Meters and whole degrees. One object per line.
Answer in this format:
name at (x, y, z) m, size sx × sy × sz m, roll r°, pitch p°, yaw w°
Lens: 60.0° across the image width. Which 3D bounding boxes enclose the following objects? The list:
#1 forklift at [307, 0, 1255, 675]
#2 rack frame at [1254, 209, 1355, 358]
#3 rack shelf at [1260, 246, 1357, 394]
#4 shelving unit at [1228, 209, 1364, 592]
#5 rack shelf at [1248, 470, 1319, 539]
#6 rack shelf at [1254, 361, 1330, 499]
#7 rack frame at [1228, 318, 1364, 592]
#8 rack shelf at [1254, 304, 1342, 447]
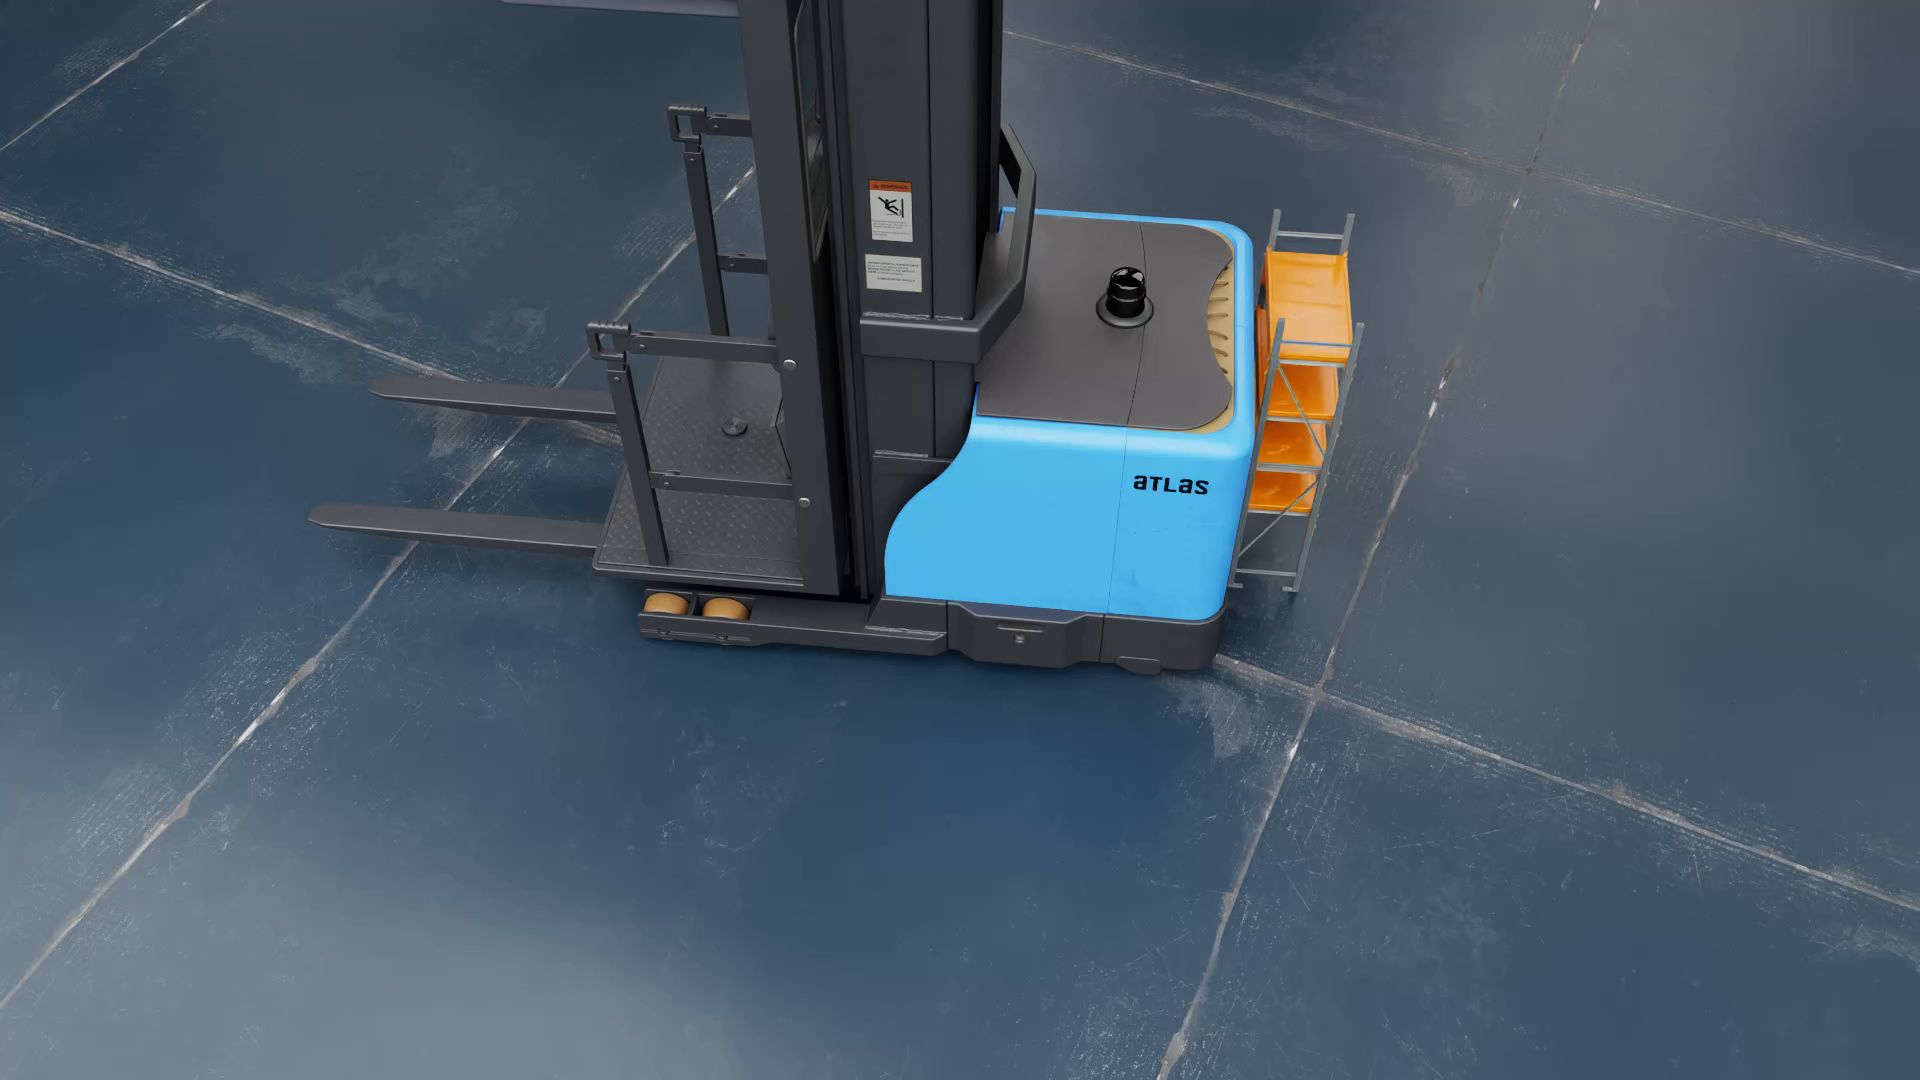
forklift at (-0.627, -1.002, 4.678) m, size 3.031 × 2.935 × 1.130 m, roll 5°, pitch 50°, yaw 4°
rack frame at (1.068, -0.597, 5.470) m, size 0.240 × 1.200 × 0.015 m, roll 4°, pitch 50°, yaw 4°
rack shelf at (1.044, -0.667, 5.013) m, size 0.258 × 0.148 × 0.480 m, roll 4°, pitch 50°, yaw 4°
shelving unit at (1.044, -0.412, 5.313) m, size 0.258 × 1.200 × 0.503 m, roll 4°, pitch 50°, yaw 4°
rack shelf at (1.044, -0.240, 5.515) m, size 0.258 × 0.148 × 0.480 m, roll 4°, pitch 50°, yaw 4°
rack shelf at (1.044, -0.368, 5.364) m, size 0.258 × 0.148 × 0.480 m, roll 4°, pitch 50°, yaw 4°
rack frame at (1.020, -0.227, 5.155) m, size 0.240 × 1.200 × 0.015 m, roll 4°, pitch 50°, yaw 4°
rack shelf at (1.044, -0.513, 5.194) m, size 0.258 × 0.148 × 0.480 m, roll 4°, pitch 50°, yaw 4°
